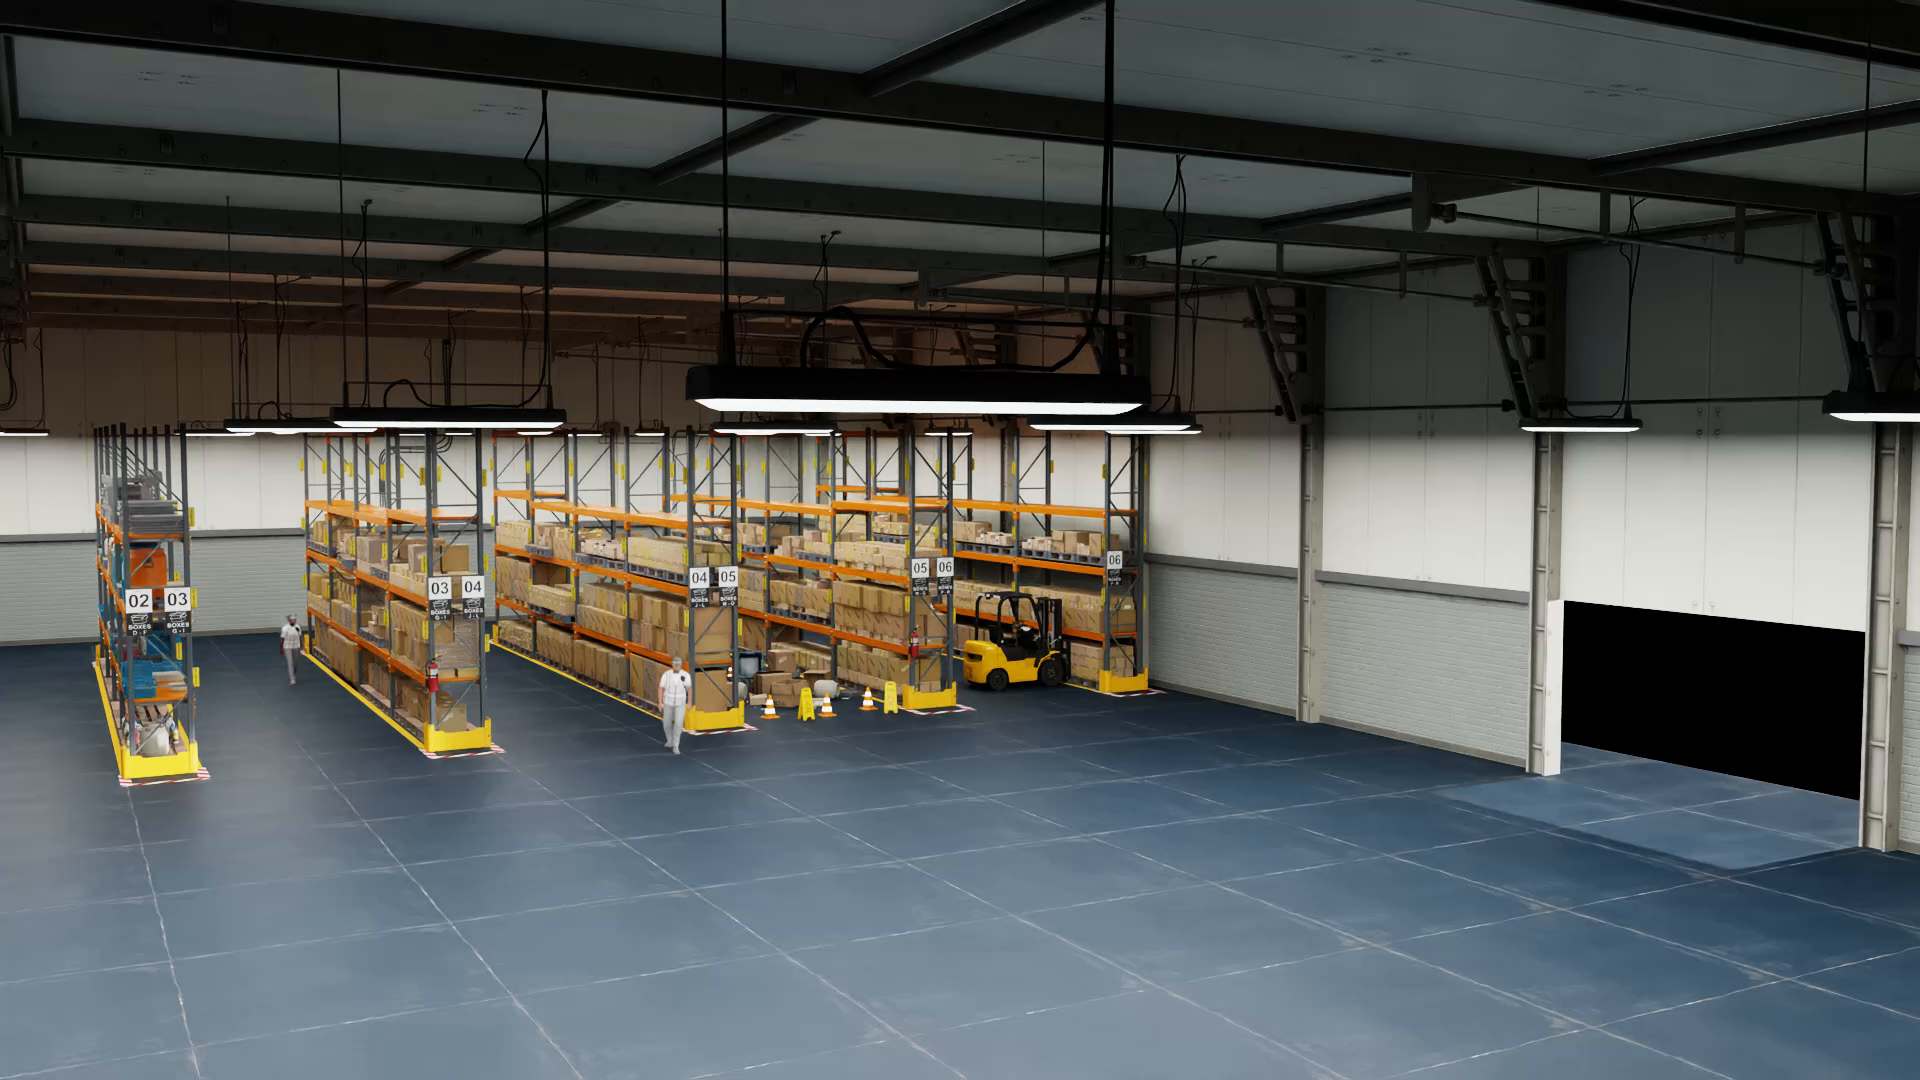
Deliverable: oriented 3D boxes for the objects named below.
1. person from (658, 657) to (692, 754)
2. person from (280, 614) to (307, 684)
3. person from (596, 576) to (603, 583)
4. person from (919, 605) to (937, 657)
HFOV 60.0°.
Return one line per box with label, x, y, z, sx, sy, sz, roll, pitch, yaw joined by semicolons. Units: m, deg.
person;-5.239;3.028;30.592;0.617;1.765;0.742;-1;4;-12
person;-15.658;2.527;39.028;0.559;1.625;1.021;-2;4;-31
person;-10.551;1.914;48.834;0.670;1.741;0.557;-2;4;-29
person;-0.768;2.404;40.015;0.569;1.745;0.747;-2;4;-34
